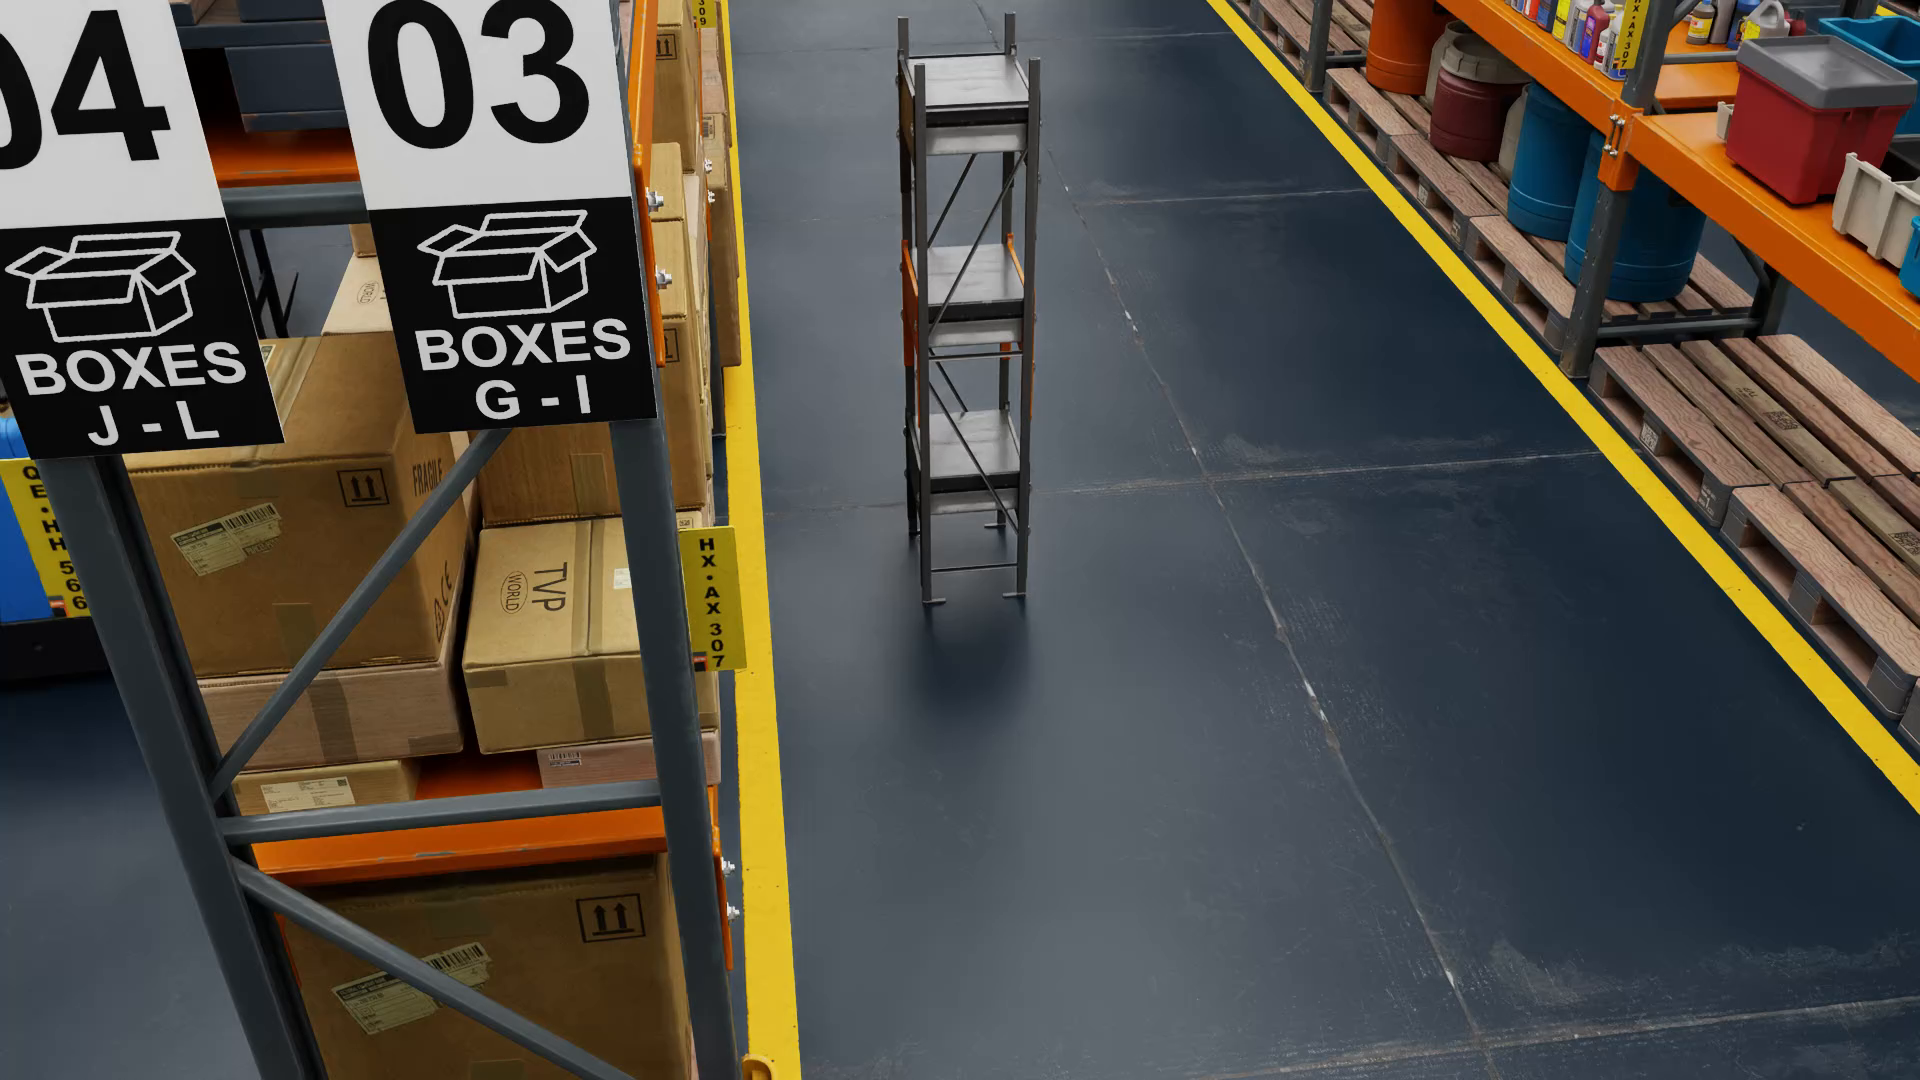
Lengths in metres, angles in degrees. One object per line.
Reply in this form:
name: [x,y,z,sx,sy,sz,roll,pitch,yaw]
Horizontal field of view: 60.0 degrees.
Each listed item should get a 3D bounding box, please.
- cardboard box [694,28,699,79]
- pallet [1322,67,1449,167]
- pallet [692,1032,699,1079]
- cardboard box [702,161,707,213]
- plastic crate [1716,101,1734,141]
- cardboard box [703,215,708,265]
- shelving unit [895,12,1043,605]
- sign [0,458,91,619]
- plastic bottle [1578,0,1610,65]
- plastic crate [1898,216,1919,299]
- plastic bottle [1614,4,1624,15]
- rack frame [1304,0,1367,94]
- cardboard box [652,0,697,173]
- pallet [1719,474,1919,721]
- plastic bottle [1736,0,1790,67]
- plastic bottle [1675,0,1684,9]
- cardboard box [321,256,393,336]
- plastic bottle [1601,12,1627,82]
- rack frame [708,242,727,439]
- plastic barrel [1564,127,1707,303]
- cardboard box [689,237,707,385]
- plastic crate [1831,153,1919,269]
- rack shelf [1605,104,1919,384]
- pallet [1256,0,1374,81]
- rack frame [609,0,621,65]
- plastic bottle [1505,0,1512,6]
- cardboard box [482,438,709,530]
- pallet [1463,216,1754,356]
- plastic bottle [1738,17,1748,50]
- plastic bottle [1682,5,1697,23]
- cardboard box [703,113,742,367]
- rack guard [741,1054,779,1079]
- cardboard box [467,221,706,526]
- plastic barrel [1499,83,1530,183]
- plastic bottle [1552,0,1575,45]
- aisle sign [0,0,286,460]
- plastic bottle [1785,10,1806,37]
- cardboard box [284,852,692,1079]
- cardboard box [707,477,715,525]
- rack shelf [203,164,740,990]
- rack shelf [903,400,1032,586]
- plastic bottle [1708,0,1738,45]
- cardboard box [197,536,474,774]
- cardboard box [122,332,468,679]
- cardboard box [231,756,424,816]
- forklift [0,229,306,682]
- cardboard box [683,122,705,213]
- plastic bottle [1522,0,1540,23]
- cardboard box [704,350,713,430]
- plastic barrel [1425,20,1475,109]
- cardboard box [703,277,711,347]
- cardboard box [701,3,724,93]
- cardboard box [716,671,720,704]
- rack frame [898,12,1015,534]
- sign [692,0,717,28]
cardboard box: [-1.427,-2.287,7.354,0.500,0.500,0.500,-4,35,-6]
pallet: [2.973,-2.708,10.536,1.003,0.211,1.213,-4,35,-6]
pallet: [-1.192,1.254,4.722,1.003,0.211,1.213,-4,35,-6]
cardboard box: [-1.144,-1.297,6.212,0.380,0.149,0.250,-4,34,-5]
plastic crate: [3.284,-1.710,6.777,0.396,0.136,0.243,-4,35,-6]
cardboard box: [-1.075,-1.010,5.792,0.380,0.149,0.250,-4,34,-5]
shelving unit: [0.022,-0.775,6.023,0.431,2.100,0.503,-4,35,-6]
sign: [-1.546,-0.001,2.849,0.100,0.325,0.005,-4,35,-6]
plastic bottle: [2.914,-2.338,7.620,0.061,0.283,0.133,-4,35,-6]
plastic crate: [3.371,-0.915,5.524,0.416,0.233,0.300,-4,35,-6]
plastic bottle: [3.062,-2.402,7.787,0.097,0.201,0.097,0,34,0]
rack frame: [2.825,-4.297,10.392,1.000,3.000,0.127,-4,35,-6]
cardboard box: [-1.155,-1.544,5.556,0.500,0.500,0.500,-4,34,-6]
pallet: [3.668,0.177,6.303,1.003,0.211,1.213,-4,35,-6]
plastic bottle: [3.632,-2.288,7.488,0.144,0.351,0.185,-4,35,-6]
plastic bottle: [3.617,-2.749,8.224,0.061,0.283,0.133,-4,35,-6]
cardboard box: [-1.545,-0.626,4.875,0.500,0.250,0.500,-4,35,-6]
plastic bottle: [2.990,-2.209,7.438,0.152,0.276,0.135,-4,35,-6]
rack frame: [-1.545,-1.690,6.566,1.000,3.000,0.127,-4,35,-6]
plastic barrel: [3.307,-1.676,8.036,0.600,0.901,0.708,-4,35,-6]
cardboard box: [-1.020,-0.668,4.936,0.500,0.250,0.500,-5,35,-7]
plastic crate: [3.386,-1.175,5.862,0.437,0.282,0.530,-4,35,-6]
rack shelf: [3.632,-0.652,5.681,1.077,0.370,4.000,-4,35,-6]
pallet: [2.760,-3.580,11.816,1.003,0.211,1.213,-4,35,-6]
rack frame: [-1.007,-1.937,1.601,1.000,3.000,0.127,-4,35,-6]
plastic bottle: [2.812,-2.801,8.373,0.097,0.201,0.097,0,34,0]
cardboard box: [-0.880,-0.096,4.097,0.500,0.250,0.500,-5,35,-7]
pallet: [3.301,-1.346,8.538,1.003,0.211,1.213,-4,35,-6]
plastic bottle: [3.685,-2.357,7.722,0.097,0.201,0.097,0,34,0]
plastic bottle: [3.615,-2.650,8.151,0.097,0.201,0.097,0,34,0]
cardboard box: [-1.651,-1.341,7.568,1.225,0.875,0.875,-4,35,-6]
rack guard: [-1.004,1.589,3.975,1.175,0.500,0.348,-4,35,-6]
cardboard box: [-0.871,-0.396,3.870,0.500,0.500,0.500,-5,35,-8]
plastic barrel: [3.224,-2.232,9.198,0.421,0.512,0.421,0,34,0]
plastic bottle: [2.915,-2.533,7.847,0.144,0.351,0.185,-4,35,-6]
aisle sign: [-1.294,-0.469,2.466,0.394,0.787,0.004,-4,35,-6]
plastic bottle: [3.737,-2.254,7.497,0.061,0.283,0.133,-4,35,-6]
cardboard box: [-1.172,0.896,4.286,0.875,0.875,0.875,-4,35,-6]
cardboard box: [-0.868,-0.150,4.530,0.380,0.149,0.250,-5,35,-7]
rack shelf: [-1.276,-0.276,5.131,1.077,0.370,4.000,-4,35,-6]
rack shelf: [0.022,-0.186,6.425,0.431,0.518,0.480,-4,35,-6]
plastic bottle: [3.629,-2.505,7.872,0.152,0.276,0.135,-4,35,-6]
cardboard box: [-1.335,0.231,3.616,0.500,0.250,0.500,-5,35,-7]
cardboard box: [-1.333,-0.080,3.408,0.500,0.500,0.500,-4,34,-6]
cardboard box: [-1.381,0.472,3.616,0.380,0.149,0.250,-4,34,-5]
forklift: [-3.382,-1.521,6.379,1.130,2.935,3.031,-6,35,-9]
cardboard box: [-1.153,-1.236,5.769,0.500,0.250,0.500,-3,34,-5]
plastic bottle: [2.873,-2.694,8.150,0.152,0.276,0.135,-4,35,-6]
cardboard box: [-0.936,-0.435,4.948,0.380,0.149,0.250,-5,35,-8]
plastic barrel: [3.072,-2.862,10.123,0.421,0.512,0.421,0,34,0]
cardboard box: [-1.006,-0.724,5.371,0.380,0.149,0.250,-5,35,-7]
cardboard box: [-1.898,-2.333,9.023,1.225,0.875,0.875,-4,35,-6]
cardboard box: [-0.763,0.280,3.899,0.380,0.149,0.250,-5,35,-7]
rack frame: [-0.011,-0.911,6.223,0.400,2.100,0.015,-4,35,-6]
sign: [-0.995,-2.123,6.363,0.100,0.325,0.005,-4,35,-6]
